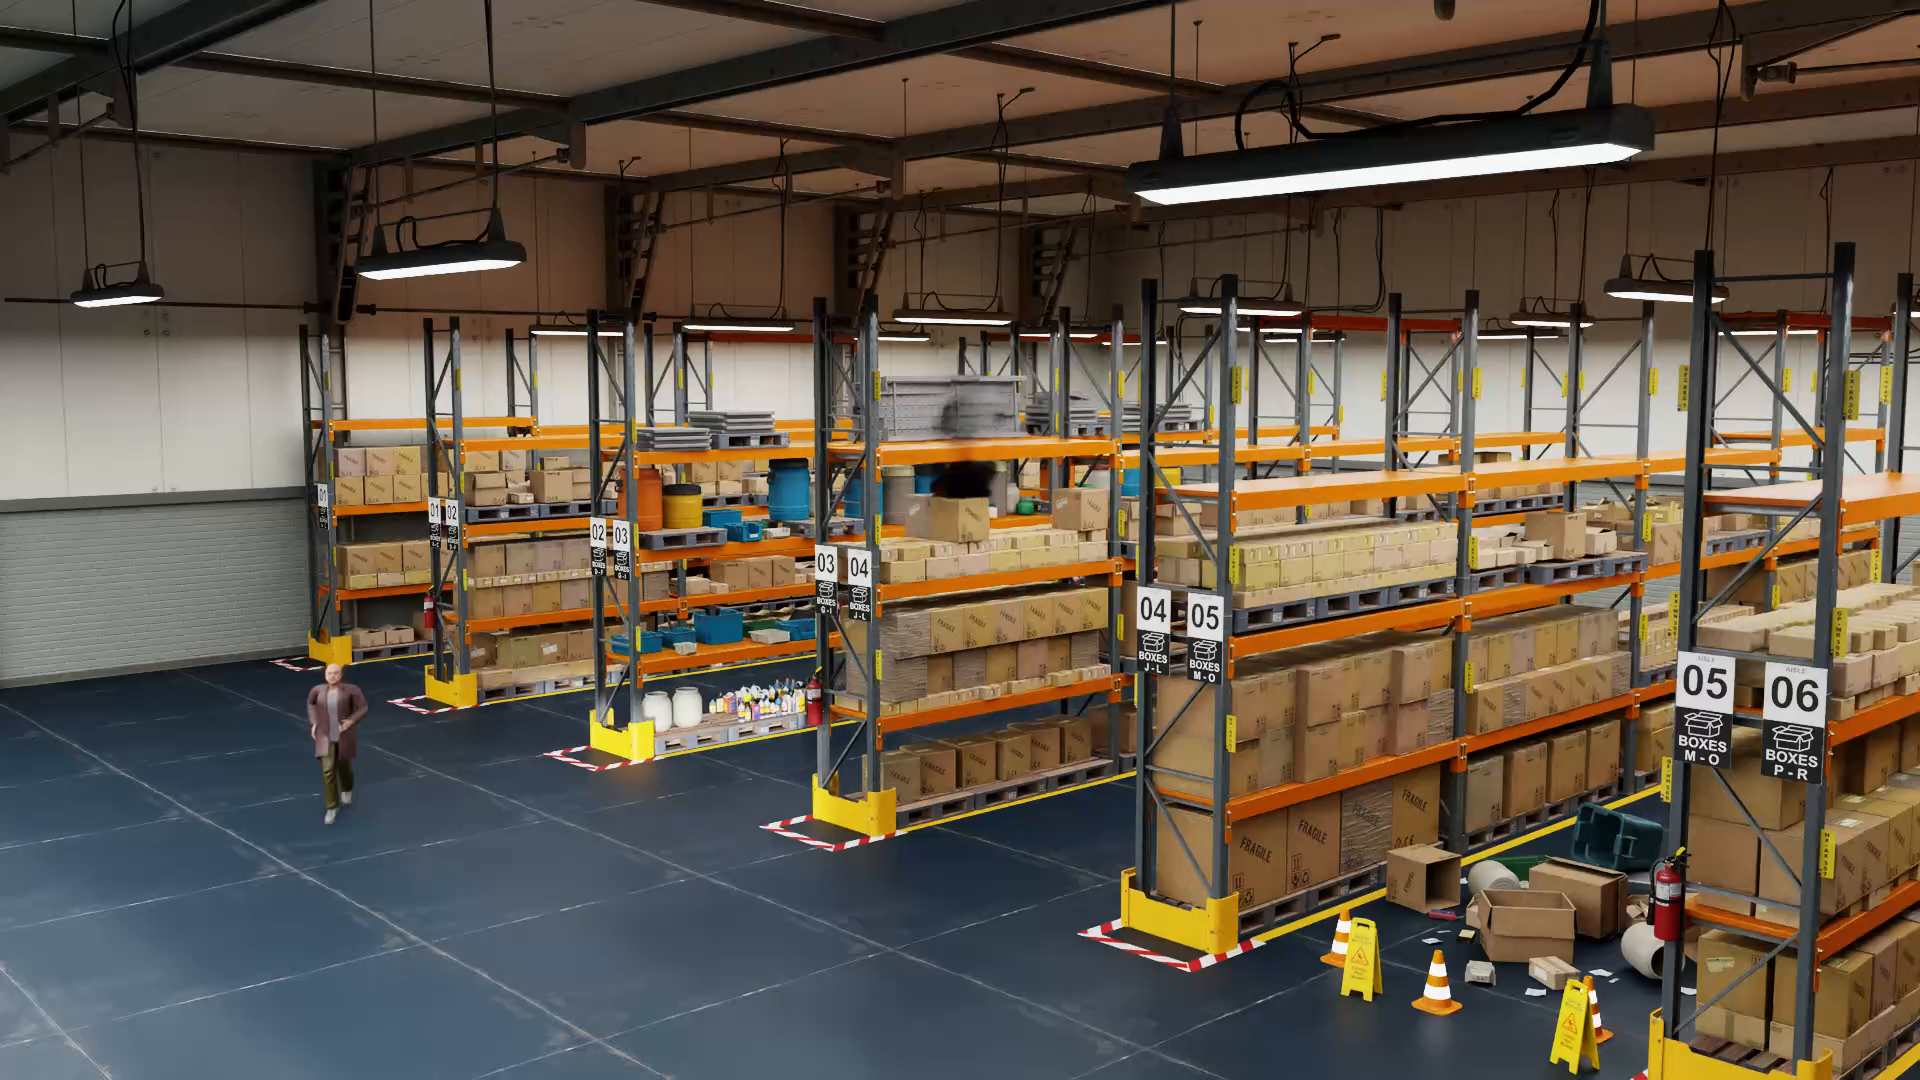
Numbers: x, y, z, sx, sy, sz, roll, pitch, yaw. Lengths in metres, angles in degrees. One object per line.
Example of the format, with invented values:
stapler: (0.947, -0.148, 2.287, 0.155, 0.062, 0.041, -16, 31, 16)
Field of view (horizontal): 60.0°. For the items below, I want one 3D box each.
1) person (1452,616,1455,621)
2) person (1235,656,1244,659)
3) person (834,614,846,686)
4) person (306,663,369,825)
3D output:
person: (7.250, 1.912, 24.204, 0.575, 1.653, 0.553, 5, 7, 38)
person: (3.374, 2.267, 20.038, 0.673, 1.738, 0.604, 5, 8, 43)
person: (-2.133, 1.627, 26.843, 0.620, 1.691, 0.820, 5, 8, 42)
person: (-7.269, 2.322, 19.423, 0.707, 1.798, 0.994, -1, 6, -13)
